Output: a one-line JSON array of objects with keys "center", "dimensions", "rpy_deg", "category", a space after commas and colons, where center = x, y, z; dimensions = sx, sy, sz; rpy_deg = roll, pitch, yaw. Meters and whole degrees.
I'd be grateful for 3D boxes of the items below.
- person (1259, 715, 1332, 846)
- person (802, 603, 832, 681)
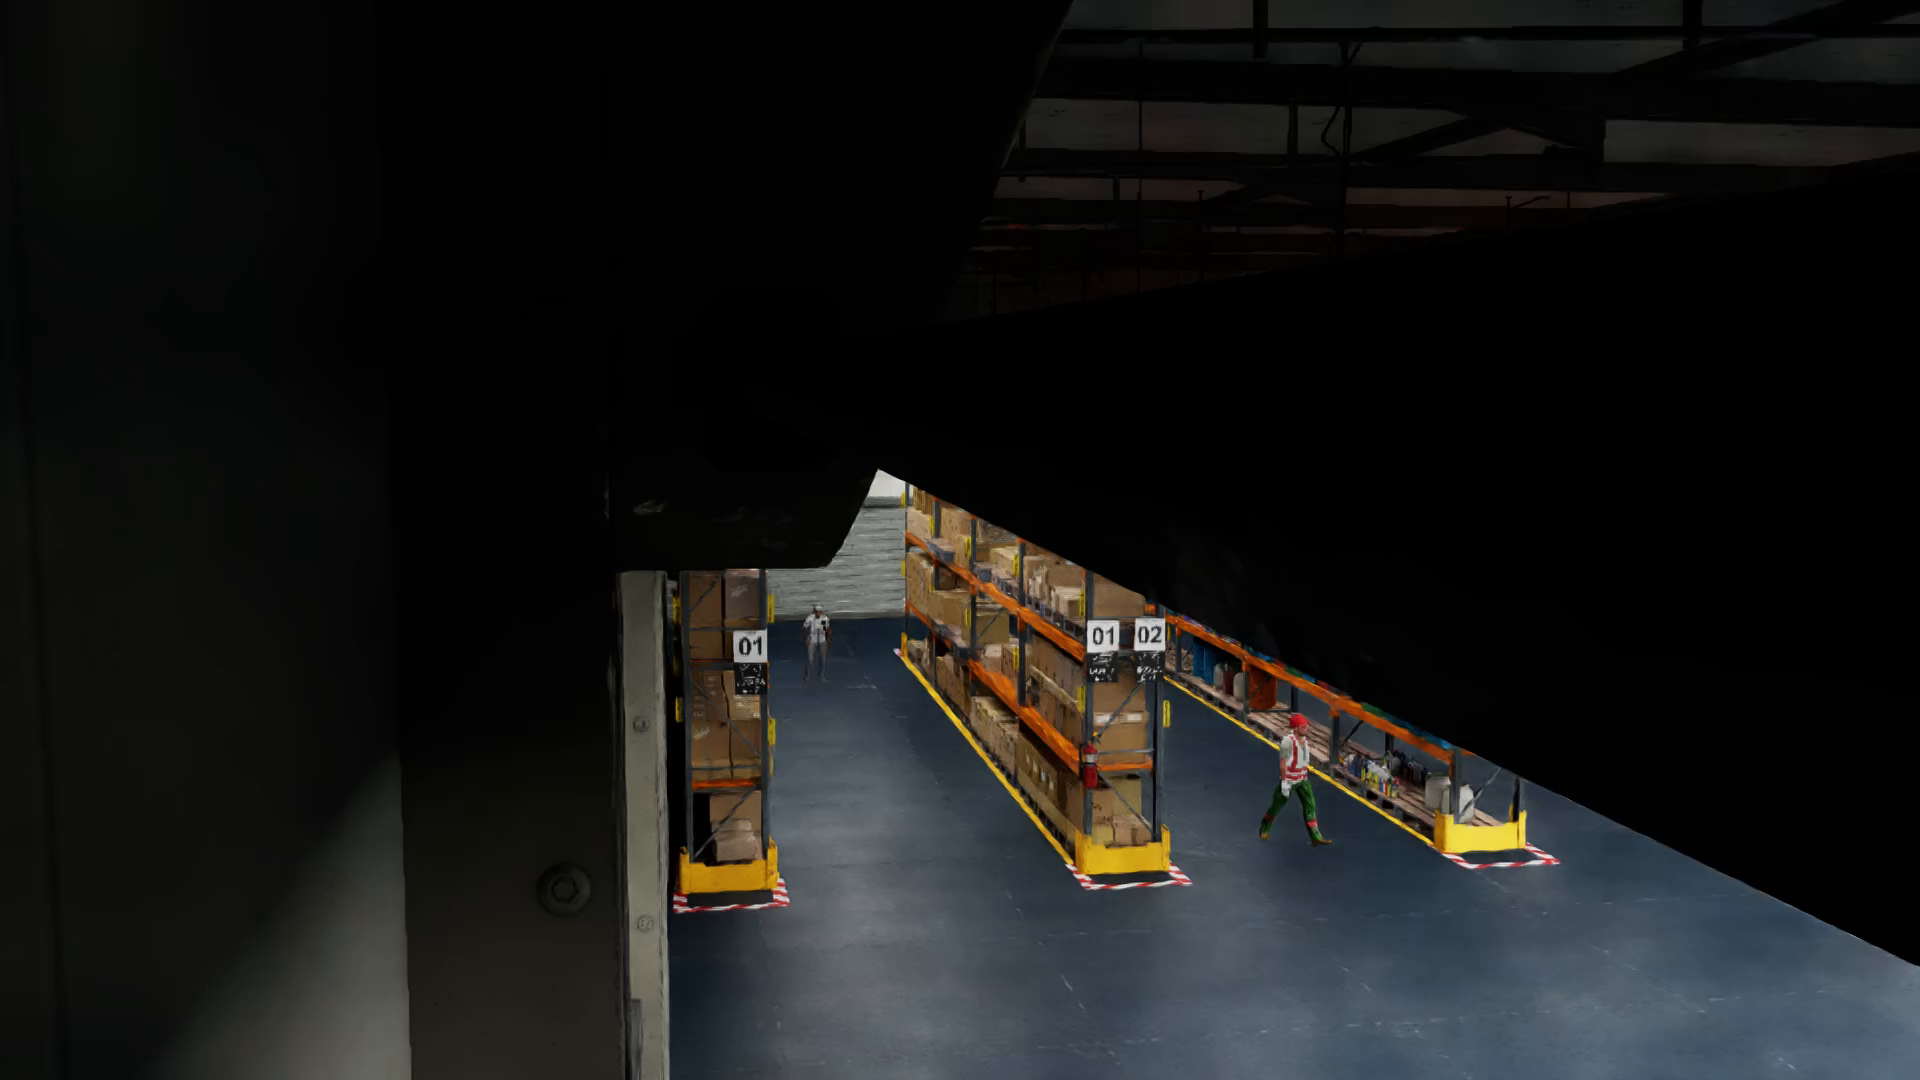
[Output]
[{"center": [4.424, 3.176, 22.031], "dimensions": [0.577, 1.762, 0.948], "rpy_deg": [-4, 7, -35], "category": "person"}, {"center": [-2.886, 2.055, 33.543], "dimensions": [0.592, 1.625, 0.526], "rpy_deg": [-1, 6, -12], "category": "person"}]
